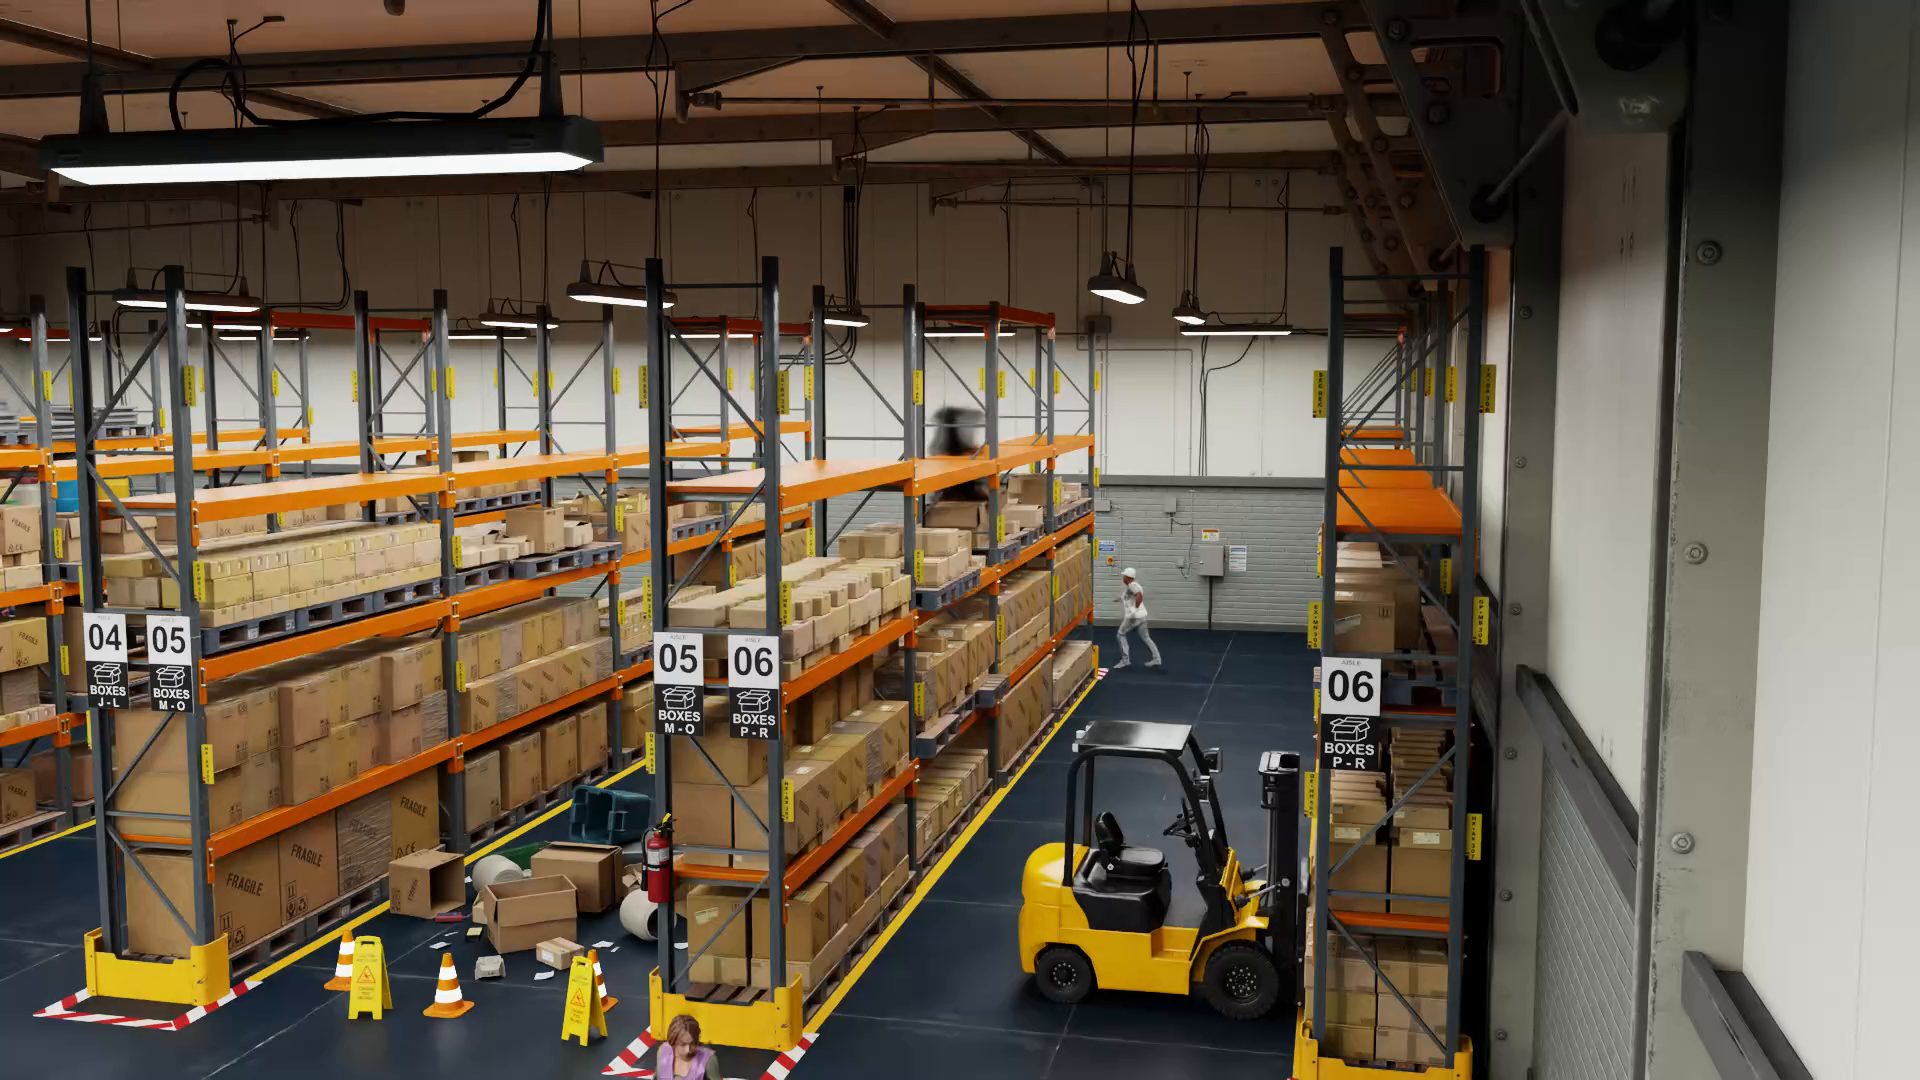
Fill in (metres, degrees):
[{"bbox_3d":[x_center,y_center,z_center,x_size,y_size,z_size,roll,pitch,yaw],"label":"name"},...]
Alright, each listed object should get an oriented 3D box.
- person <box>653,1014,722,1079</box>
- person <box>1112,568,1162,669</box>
[{"bbox_3d":[-1.563,3.421,9.599,0.524,1.534,0.716,1,6,5],"label":"person"},{"bbox_3d":[3.055,1.367,28.873,0.953,1.766,0.688,4,7,31],"label":"person"}]
